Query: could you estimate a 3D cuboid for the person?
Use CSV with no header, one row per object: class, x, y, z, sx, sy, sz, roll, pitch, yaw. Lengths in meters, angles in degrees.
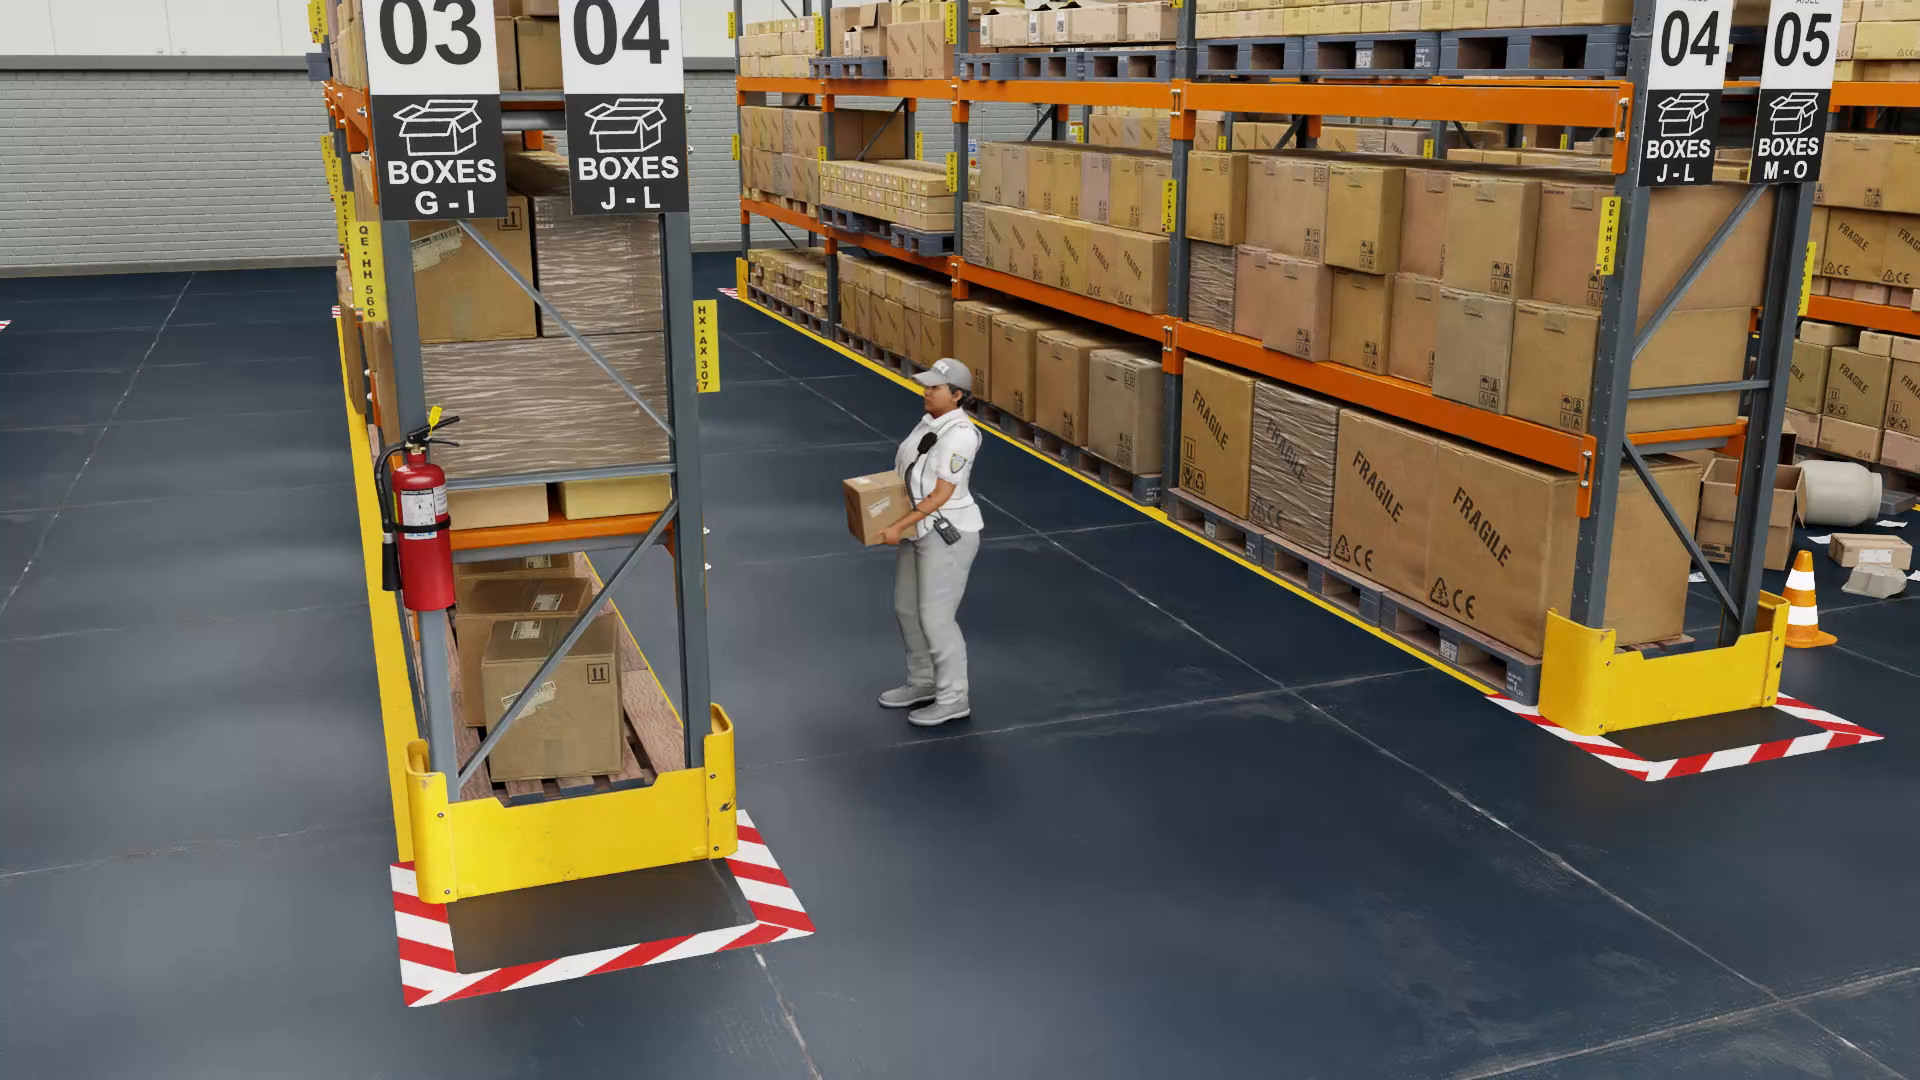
person,-0.176,0.000,7.539,0.541,1.653,0.453,-6,17,-20
